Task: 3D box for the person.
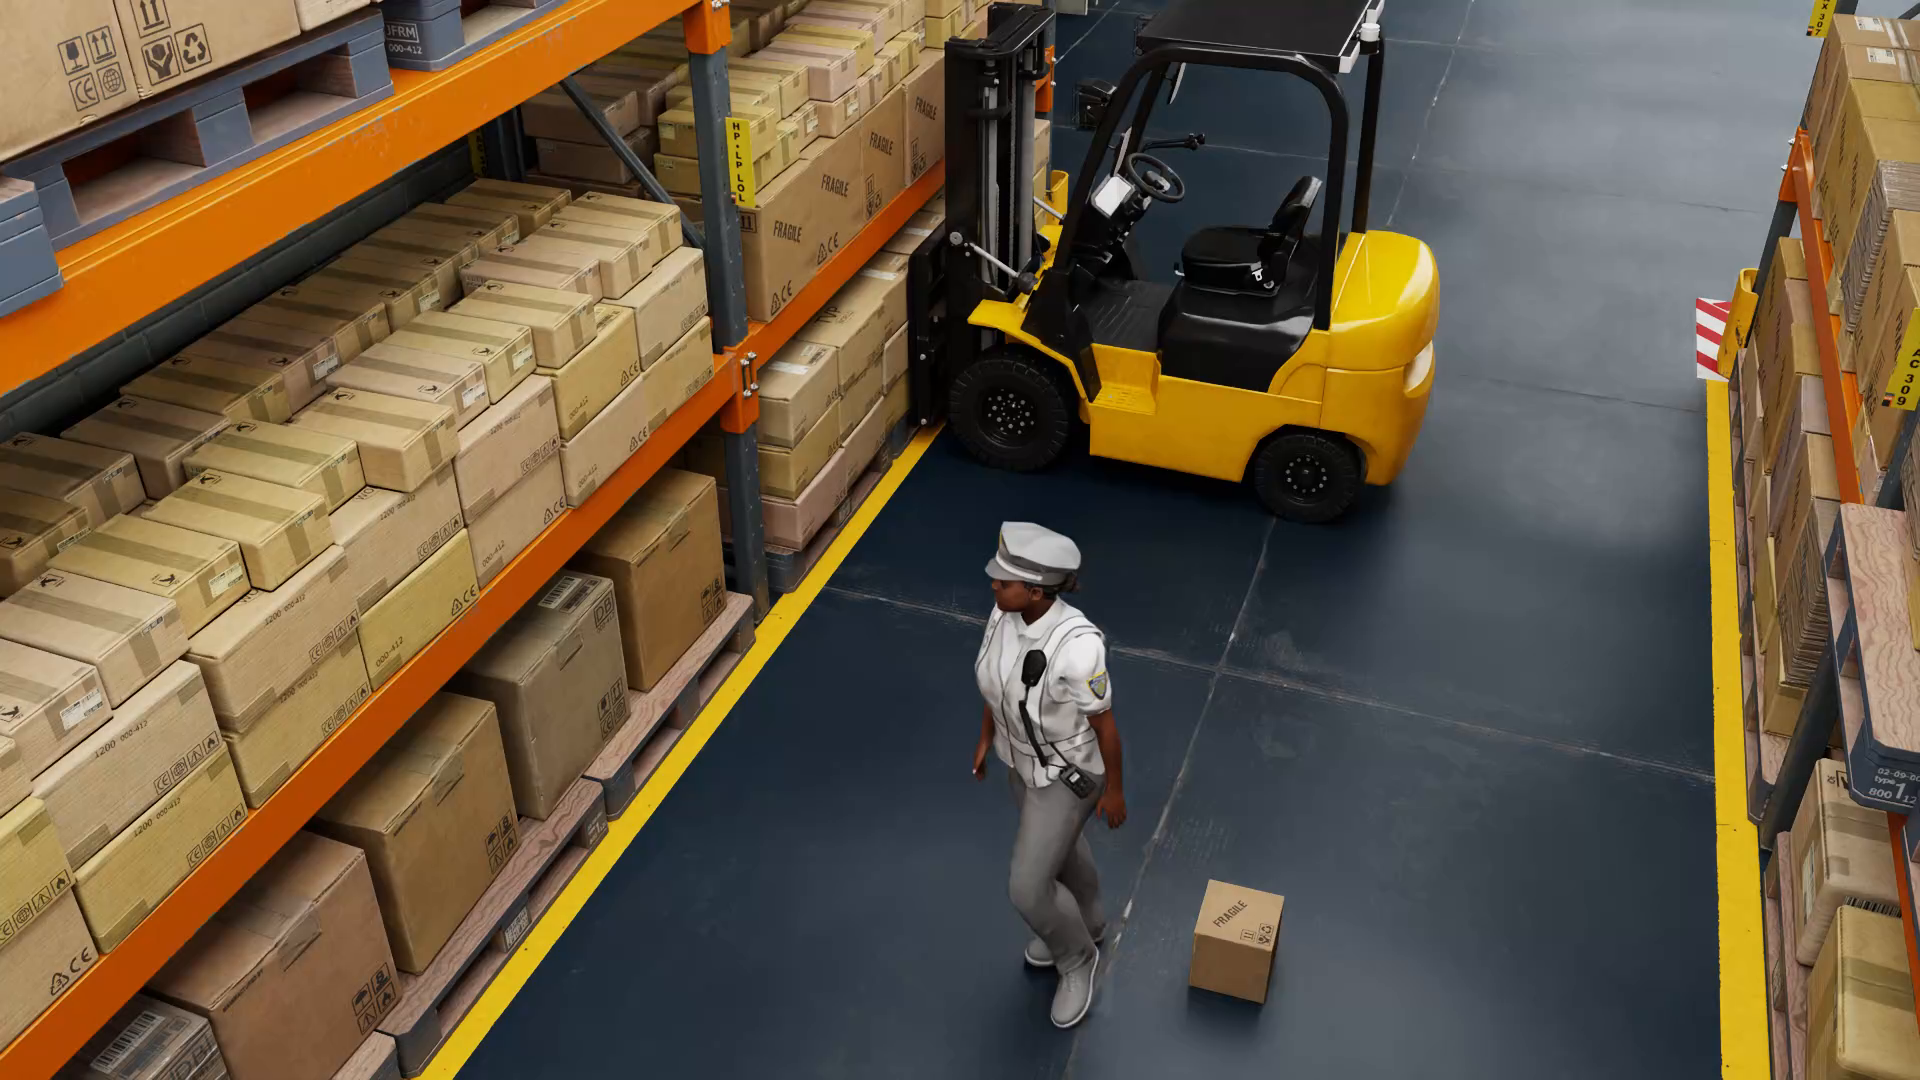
[{"bbox_3d":[0.287,0.695,5.052,0.452,1.675,0.580,-17,37,-24],"label":"person"}]
